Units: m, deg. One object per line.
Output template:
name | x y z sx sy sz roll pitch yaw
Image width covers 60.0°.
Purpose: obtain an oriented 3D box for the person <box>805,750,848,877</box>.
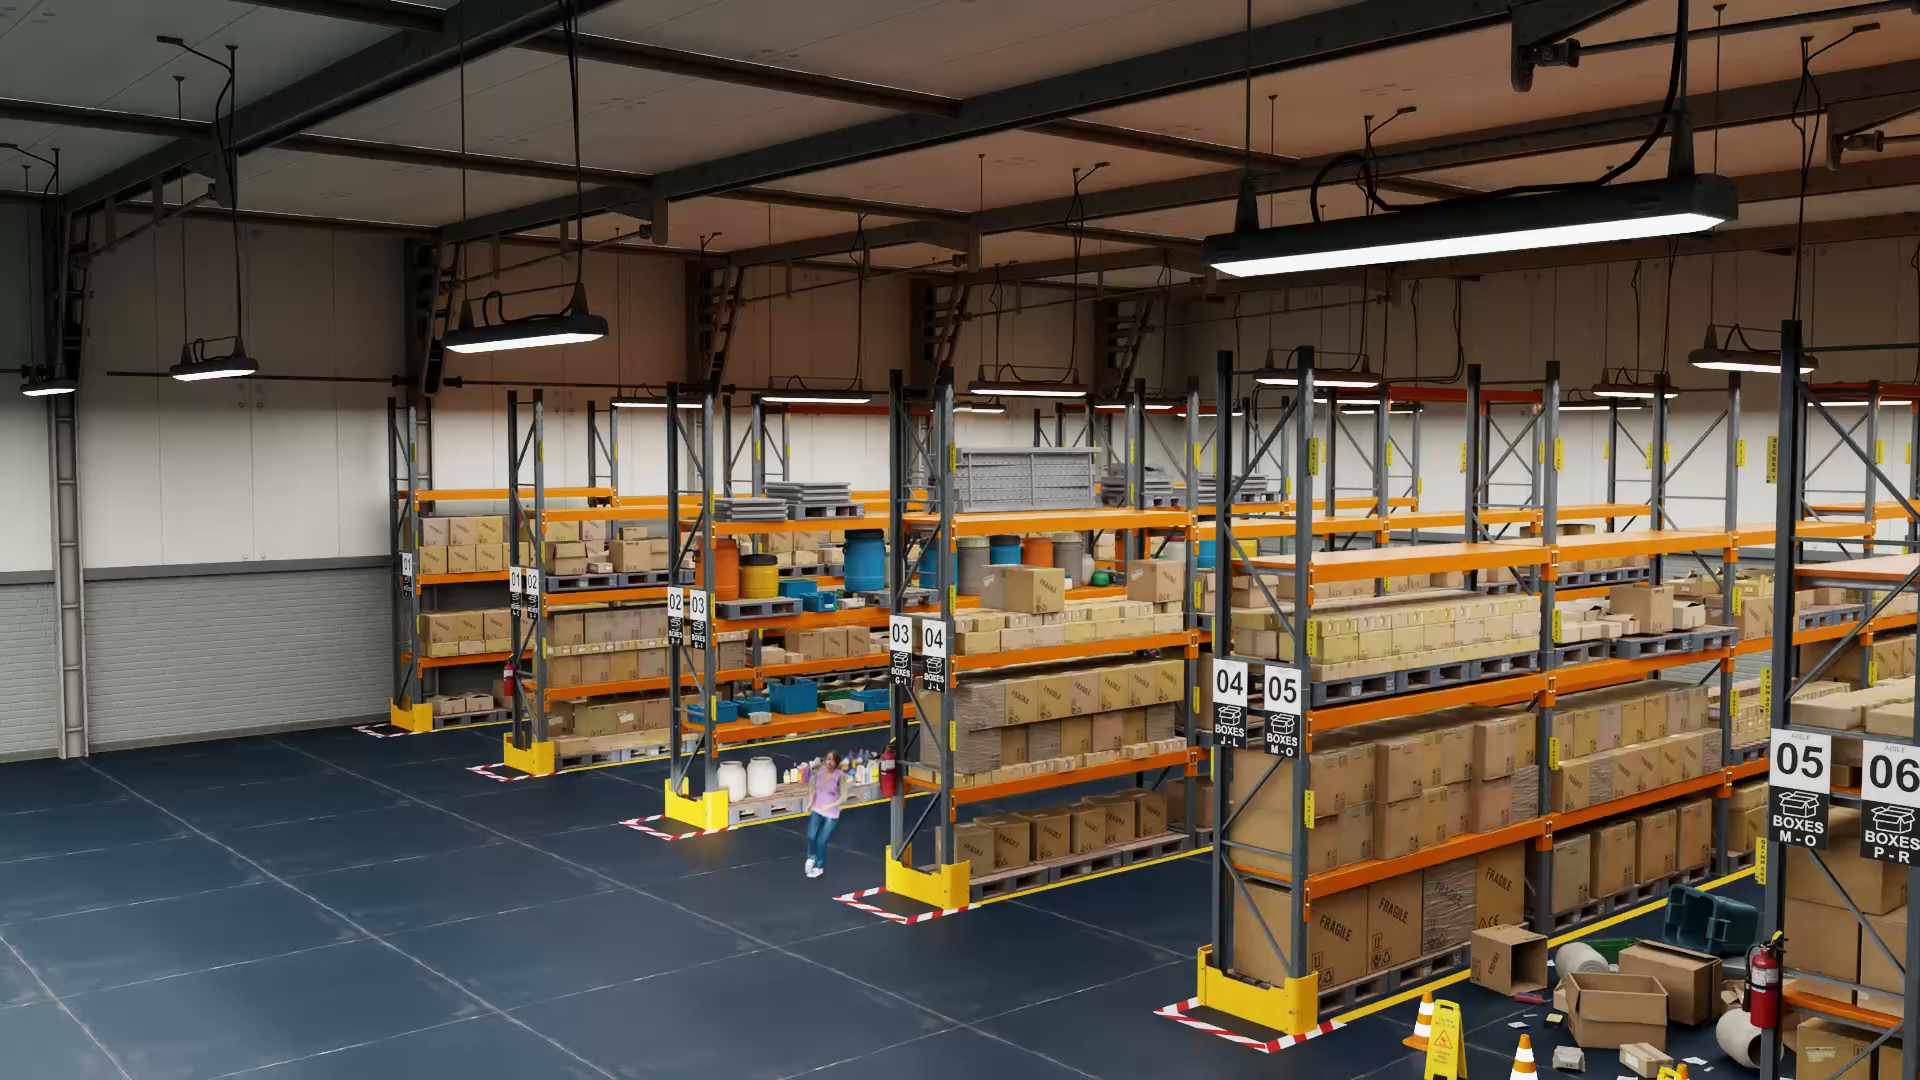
person | -1.593 3.244 19.612 0.542 1.536 0.547 1 3 12
